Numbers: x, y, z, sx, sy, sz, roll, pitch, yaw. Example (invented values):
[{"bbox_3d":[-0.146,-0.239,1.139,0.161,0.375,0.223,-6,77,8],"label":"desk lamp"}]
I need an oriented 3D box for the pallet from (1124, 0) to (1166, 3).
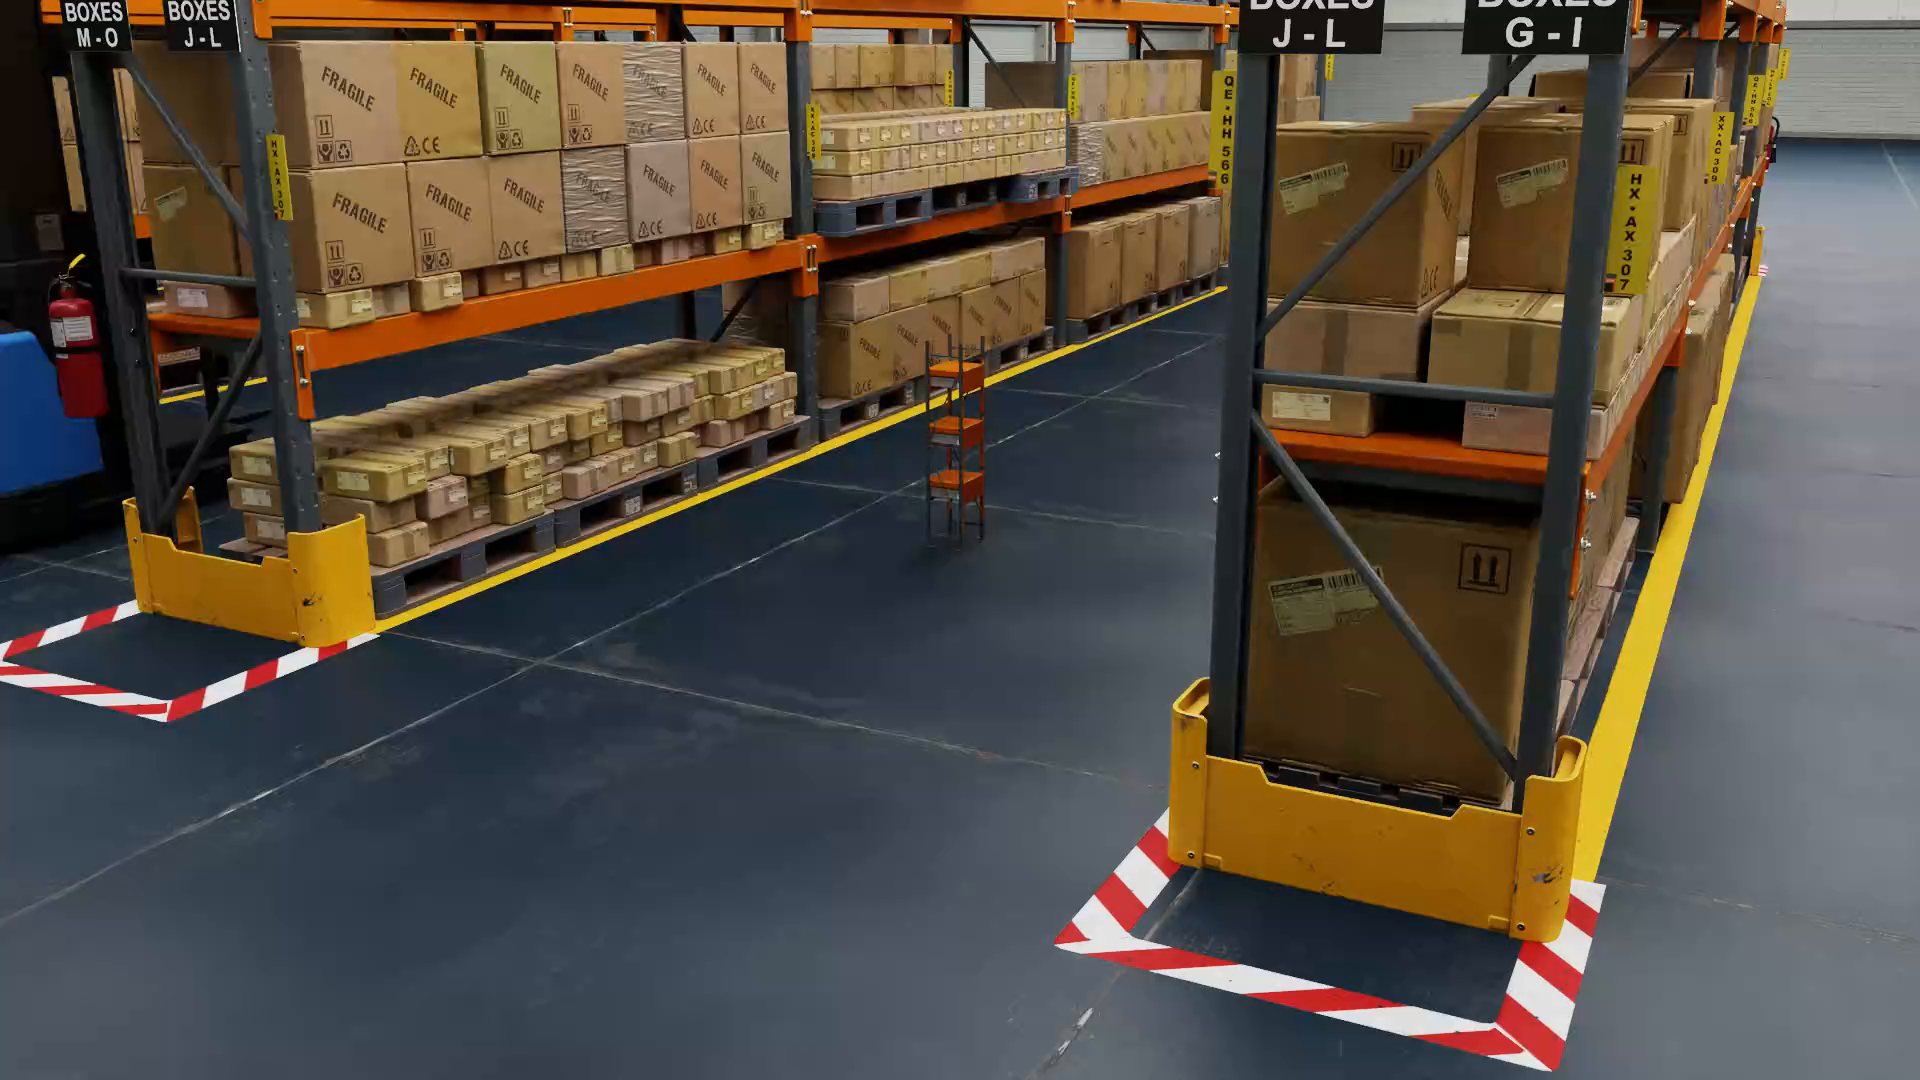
[{"bbox_3d":[1.156,-4.916,14.869,1.003,0.211,1.213,9,19,28],"label":"pallet"}]

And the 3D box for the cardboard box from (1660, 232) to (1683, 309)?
[{"bbox_3d":[2.604,-1.099,6.698,0.500,0.250,0.500,9,19,26],"label":"cardboard box"}]

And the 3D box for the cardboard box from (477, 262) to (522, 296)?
[{"bbox_3d":[-2.337,-1.276,7.994,0.380,0.149,0.250,8,18,25],"label":"cardboard box"}]

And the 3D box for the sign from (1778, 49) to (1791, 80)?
[{"bbox_3d":[8.873,-5.124,17.919,0.100,0.325,0.005,8,18,25],"label":"sign"}]

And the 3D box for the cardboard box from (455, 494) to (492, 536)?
[{"bbox_3d":[-2.487,-0.143,8.007,0.380,0.149,0.250,8,18,26],"label":"cardboard box"}]

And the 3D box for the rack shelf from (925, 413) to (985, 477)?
[{"bbox_3d":[-0.024,-0.479,8.332,0.215,0.259,0.240,8,18,25],"label":"rack shelf"}]

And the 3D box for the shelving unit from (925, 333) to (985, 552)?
[{"bbox_3d":[-0.024,-0.490,8.329,0.215,1.050,0.252,8,18,25],"label":"shelving unit"}]

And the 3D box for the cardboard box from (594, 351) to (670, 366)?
[{"bbox_3d":[-1.953,-1.018,9.910,0.380,0.149,0.250,8,18,25],"label":"cardboard box"}]

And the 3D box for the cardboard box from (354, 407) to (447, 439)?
[{"bbox_3d":[-2.808,-0.558,8.360,0.380,0.149,0.250,7,18,23],"label":"cardboard box"}]

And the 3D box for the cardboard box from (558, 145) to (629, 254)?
[{"bbox_3d":[-2.039,-1.737,8.408,0.500,0.500,0.500,8,18,24],"label":"cardboard box"}]

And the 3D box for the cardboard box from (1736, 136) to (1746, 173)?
[{"bbox_3d":[5.766,-2.982,12.823,0.500,0.250,0.500,8,18,24],"label":"cardboard box"}]

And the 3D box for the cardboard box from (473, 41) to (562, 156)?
[{"bbox_3d":[-2.246,-2.084,7.818,0.500,0.500,0.500,8,18,24],"label":"cardboard box"}]

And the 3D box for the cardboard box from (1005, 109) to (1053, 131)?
[{"bbox_3d":[0.496,-3.231,12.794,0.380,0.149,0.250,8,18,25],"label":"cardboard box"}]

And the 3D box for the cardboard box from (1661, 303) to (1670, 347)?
[{"bbox_3d":[2.607,-0.869,6.624,0.380,0.149,0.250,8,18,24],"label":"cardboard box"}]

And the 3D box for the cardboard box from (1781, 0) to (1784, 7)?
[{"bbox_3d":[7.941,-5.447,16.590,0.500,0.250,0.500,9,19,27],"label":"cardboard box"}]

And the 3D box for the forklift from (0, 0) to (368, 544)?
[{"bbox_3d":[-4.706,-1.656,8.952,1.130,2.935,3.031,8,19,26],"label":"forklift"}]

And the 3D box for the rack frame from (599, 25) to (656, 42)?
[{"bbox_3d":[-4.922,-6.384,24.751,1.000,3.000,0.127,8,18,25],"label":"rack frame"}]

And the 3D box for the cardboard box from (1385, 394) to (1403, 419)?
[{"bbox_3d":[1.215,-0.496,5.368,0.380,0.149,0.250,8,18,26],"label":"cardboard box"}]

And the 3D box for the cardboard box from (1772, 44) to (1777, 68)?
[{"bbox_3d":[7.917,-4.736,16.748,0.500,0.500,0.500,8,18,25],"label":"cardboard box"}]

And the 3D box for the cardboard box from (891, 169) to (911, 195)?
[{"bbox_3d":[-0.547,-2.351,10.874,0.380,0.149,0.250,8,18,26],"label":"cardboard box"}]

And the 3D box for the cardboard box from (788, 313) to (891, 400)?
[{"bbox_3d":[-0.801,-1.251,11.120,0.500,0.500,0.500,9,19,28],"label":"cardboard box"}]

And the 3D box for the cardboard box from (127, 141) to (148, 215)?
[{"bbox_3d":[-5.821,-2.595,11.816,0.500,0.500,0.500,8,18,26],"label":"cardboard box"}]

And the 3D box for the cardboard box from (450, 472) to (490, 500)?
[{"bbox_3d":[-2.489,-0.289,7.975,0.380,0.149,0.250,8,18,26],"label":"cardboard box"}]

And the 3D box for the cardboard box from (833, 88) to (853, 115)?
[{"bbox_3d":[-1.618,-5.133,19.840,0.500,0.500,0.500,8,18,25],"label":"cardboard box"}]

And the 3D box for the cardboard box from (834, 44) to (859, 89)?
[{"bbox_3d":[-1.629,-5.617,19.712,0.700,0.500,0.500,8,18,26],"label":"cardboard box"}]

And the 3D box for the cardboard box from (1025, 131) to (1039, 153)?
[{"bbox_3d":[0.373,-3.016,12.593,0.380,0.149,0.250,9,19,27],"label":"cardboard box"}]

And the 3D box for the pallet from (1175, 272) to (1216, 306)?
[{"bbox_3d":[1.929,-2.588,16.868,1.003,0.211,1.213,8,18,25],"label":"pallet"}]

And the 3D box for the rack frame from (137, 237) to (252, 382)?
[{"bbox_3d":[-5.842,-2.697,12.337,1.000,3.000,0.127,8,18,25],"label":"rack frame"}]

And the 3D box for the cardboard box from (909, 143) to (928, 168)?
[{"bbox_3d":[-0.436,-2.557,11.046,0.380,0.149,0.250,7,18,23],"label":"cardboard box"}]

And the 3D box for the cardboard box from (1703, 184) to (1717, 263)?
[{"bbox_3d":[3.901,-1.825,9.226,0.500,0.500,0.500,8,18,24],"label":"cardboard box"}]

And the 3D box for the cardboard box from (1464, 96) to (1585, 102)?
[{"bbox_3d":[2.581,-1.777,7.664,0.500,0.500,0.500,8,18,25],"label":"cardboard box"}]

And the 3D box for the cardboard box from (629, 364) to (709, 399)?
[{"bbox_3d":[-1.664,-0.899,9.507,0.380,0.149,0.250,9,19,27],"label":"cardboard box"}]

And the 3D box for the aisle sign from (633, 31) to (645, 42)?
[{"bbox_3d":[-4.630,-7.610,24.312,0.394,0.787,0.004,8,18,25],"label":"aisle sign"}]

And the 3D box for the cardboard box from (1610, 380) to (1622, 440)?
[{"bbox_3d":[1.803,-0.411,5.082,0.380,0.149,0.250,8,18,25],"label":"cardboard box"}]

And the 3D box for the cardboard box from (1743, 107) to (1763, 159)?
[{"bbox_3d":[6.855,-3.772,15.256,0.875,0.500,0.500,8,18,25],"label":"cardboard box"}]

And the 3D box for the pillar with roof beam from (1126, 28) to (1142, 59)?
[{"bbox_3d":[8.536,-14.763,42.424,9.100,9.000,0.400,8,18,25],"label":"pillar with roof beam"}]

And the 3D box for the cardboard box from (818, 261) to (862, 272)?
[{"bbox_3d":[-1.020,-1.807,11.675,0.500,0.250,0.500,9,19,28],"label":"cardboard box"}]

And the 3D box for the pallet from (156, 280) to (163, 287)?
[{"bbox_3d":[-8.864,-2.825,17.664,1.003,0.211,1.213,8,18,25],"label":"pallet"}]

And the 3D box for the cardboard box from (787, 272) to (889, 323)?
[{"bbox_3d":[-0.802,-1.610,11.014,0.500,0.250,0.500,7,18,23],"label":"cardboard box"}]

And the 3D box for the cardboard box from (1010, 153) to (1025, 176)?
[{"bbox_3d":[0.268,-2.817,12.445,0.380,0.149,0.250,8,18,25],"label":"cardboard box"}]

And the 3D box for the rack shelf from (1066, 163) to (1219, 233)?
[{"bbox_3d":[1.313,-3.277,15.552,1.077,0.370,4.000,8,18,25],"label":"rack shelf"}]

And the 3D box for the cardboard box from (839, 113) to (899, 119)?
[{"bbox_3d":[-0.662,-2.987,11.972,0.380,0.149,0.250,8,18,25],"label":"cardboard box"}]

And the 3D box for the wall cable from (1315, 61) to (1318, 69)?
[{"bbox_3d":[9.865,-15.933,51.816,3.097,2.526,0.112,8,18,25],"label":"wall cable"}]

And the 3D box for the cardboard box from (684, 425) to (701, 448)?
[{"bbox_3d":[-1.717,-0.602,9.553,0.380,0.149,0.250,8,18,24],"label":"cardboard box"}]

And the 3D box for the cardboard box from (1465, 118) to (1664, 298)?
[{"bbox_3d":[1.916,-1.063,5.259,0.500,0.500,0.500,8,18,24],"label":"cardboard box"}]

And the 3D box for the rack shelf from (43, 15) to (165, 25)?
[{"bbox_3d":[-9.391,-4.930,15.851,1.077,0.370,4.000,8,18,25],"label":"rack shelf"}]

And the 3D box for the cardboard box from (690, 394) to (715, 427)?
[{"bbox_3d":[-1.638,-0.757,9.554,0.380,0.149,0.250,8,18,26],"label":"cardboard box"}]

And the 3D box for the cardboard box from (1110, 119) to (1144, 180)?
[{"bbox_3d":[1.311,-3.498,14.859,0.500,0.500,0.500,8,18,25],"label":"cardboard box"}]

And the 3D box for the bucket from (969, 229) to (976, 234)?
[{"bbox_3d":[0.205,-3.618,18.518,0.620,0.611,0.726,-27,30,-37],"label":"bucket"}]

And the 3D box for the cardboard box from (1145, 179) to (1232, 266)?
[{"bbox_3d":[2.550,-3.465,17.917,0.875,0.875,0.875,8,19,26],"label":"cardboard box"}]

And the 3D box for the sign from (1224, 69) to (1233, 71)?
[{"bbox_3d":[2.696,-4.582,16.787,0.100,0.325,0.005,8,18,25],"label":"sign"}]

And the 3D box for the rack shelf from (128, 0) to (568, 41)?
[{"bbox_3d":[-4.948,-4.300,13.728,1.077,0.370,4.000,8,18,25],"label":"rack shelf"}]

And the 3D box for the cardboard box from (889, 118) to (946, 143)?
[{"bbox_3d":[-0.317,-2.766,11.229,0.380,0.149,0.250,8,18,25],"label":"cardboard box"}]

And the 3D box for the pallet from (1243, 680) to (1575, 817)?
[{"bbox_3d":[1.524,0.706,5.778,1.003,0.211,1.213,8,18,25],"label":"pallet"}]

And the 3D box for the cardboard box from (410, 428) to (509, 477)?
[{"bbox_3d":[-2.375,-0.418,7.888,0.380,0.149,0.250,8,18,25],"label":"cardboard box"}]

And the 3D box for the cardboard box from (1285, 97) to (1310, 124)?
[{"bbox_3d":[3.642,-4.979,19.755,0.875,0.550,0.550,8,18,25],"label":"cardboard box"}]

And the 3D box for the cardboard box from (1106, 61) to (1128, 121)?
[{"bbox_3d":[1.080,-4.012,14.833,0.700,0.500,0.500,8,18,25],"label":"cardboard box"}]

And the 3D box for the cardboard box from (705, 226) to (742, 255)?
[{"bbox_3d":[-1.477,-1.730,9.523,0.380,0.149,0.250,9,19,28],"label":"cardboard box"}]

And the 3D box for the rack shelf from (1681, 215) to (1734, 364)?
[{"bbox_3d":[3.917,-1.601,9.910,1.077,0.370,4.000,8,18,25],"label":"rack shelf"}]
